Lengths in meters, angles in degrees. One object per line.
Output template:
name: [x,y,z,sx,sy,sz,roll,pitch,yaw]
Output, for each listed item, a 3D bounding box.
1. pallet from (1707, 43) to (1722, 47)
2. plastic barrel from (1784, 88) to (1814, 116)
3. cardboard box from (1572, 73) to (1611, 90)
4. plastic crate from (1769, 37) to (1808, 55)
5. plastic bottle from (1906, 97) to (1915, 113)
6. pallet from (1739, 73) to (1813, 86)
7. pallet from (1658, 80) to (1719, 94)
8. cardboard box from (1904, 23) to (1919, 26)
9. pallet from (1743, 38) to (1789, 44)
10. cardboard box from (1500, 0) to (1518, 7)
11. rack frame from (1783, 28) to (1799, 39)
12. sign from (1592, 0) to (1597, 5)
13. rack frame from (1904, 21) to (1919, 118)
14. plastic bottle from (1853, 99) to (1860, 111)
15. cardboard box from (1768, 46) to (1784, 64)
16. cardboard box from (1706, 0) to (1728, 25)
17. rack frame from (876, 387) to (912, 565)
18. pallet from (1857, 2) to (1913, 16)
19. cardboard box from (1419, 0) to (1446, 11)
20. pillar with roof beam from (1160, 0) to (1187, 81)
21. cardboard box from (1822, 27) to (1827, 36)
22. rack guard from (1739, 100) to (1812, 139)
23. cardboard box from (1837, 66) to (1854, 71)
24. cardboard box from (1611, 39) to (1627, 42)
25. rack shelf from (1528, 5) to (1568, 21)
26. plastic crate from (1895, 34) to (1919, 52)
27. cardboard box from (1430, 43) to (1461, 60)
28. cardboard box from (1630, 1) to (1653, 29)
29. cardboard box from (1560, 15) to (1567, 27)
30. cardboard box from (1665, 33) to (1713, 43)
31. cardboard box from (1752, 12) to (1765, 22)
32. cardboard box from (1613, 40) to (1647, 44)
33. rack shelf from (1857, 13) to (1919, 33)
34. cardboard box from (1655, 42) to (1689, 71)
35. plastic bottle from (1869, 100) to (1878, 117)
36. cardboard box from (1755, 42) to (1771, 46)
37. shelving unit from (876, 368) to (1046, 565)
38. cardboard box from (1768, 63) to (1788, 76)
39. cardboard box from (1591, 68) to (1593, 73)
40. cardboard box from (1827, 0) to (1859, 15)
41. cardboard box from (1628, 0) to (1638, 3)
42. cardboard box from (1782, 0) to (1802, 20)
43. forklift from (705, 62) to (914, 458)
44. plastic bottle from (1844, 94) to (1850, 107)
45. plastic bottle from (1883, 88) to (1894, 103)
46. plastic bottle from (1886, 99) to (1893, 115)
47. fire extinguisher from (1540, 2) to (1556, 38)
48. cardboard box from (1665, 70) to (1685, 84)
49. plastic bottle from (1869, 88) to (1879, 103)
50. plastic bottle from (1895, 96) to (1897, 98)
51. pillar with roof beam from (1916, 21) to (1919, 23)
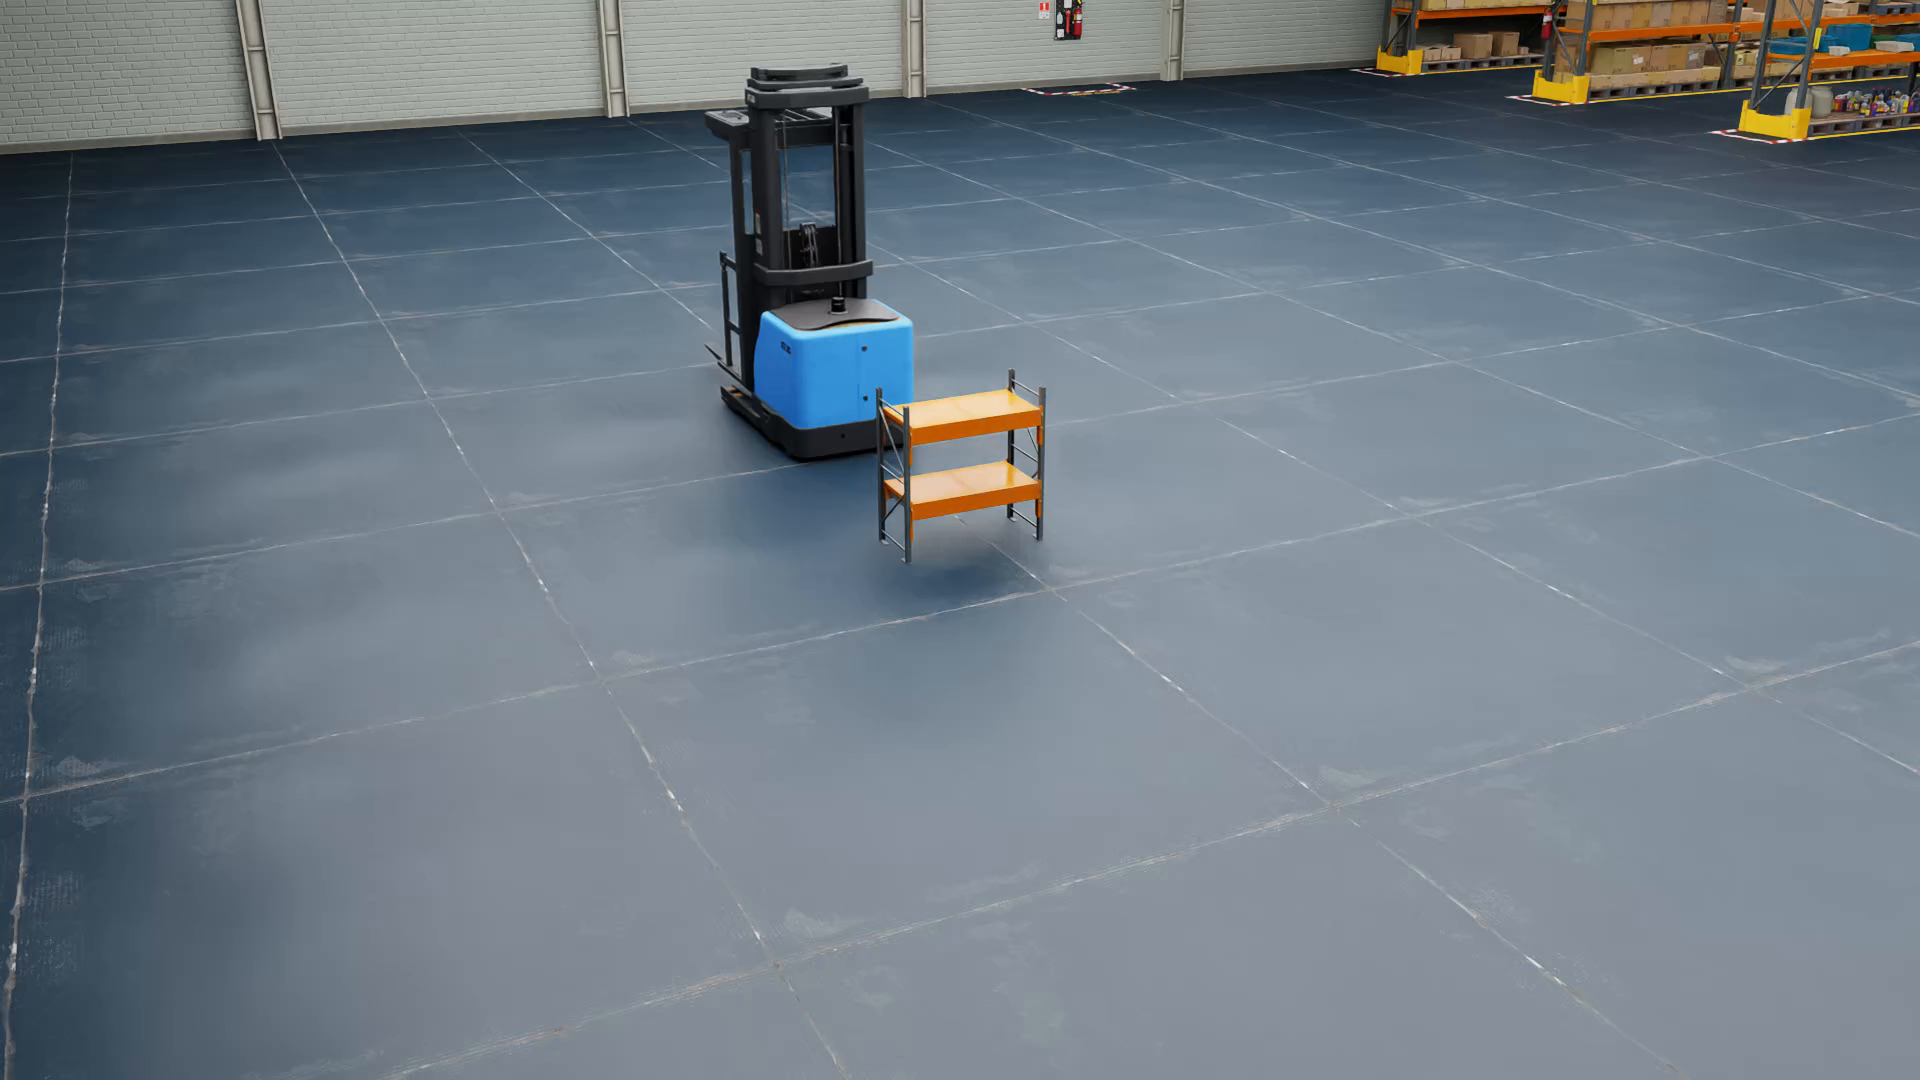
pallet: [17.600,-11.915,40.258,1.213,0.211,1.003,-10,25,-24]
plastic barrel: [14.505,-7.537,28.741,0.421,0.512,0.421,0,22,0]
cardboard box: [12.379,-9.001,32.619,0.500,0.250,0.500,-10,25,-24]
plastic crate: [14.266,-8.475,28.496,0.616,0.251,0.499,-10,25,-24]
plastic bottle: [16.792,-7.690,29.381,0.133,0.283,0.061,-9,24,-20]
pallet: [17.152,-9.780,35.100,1.213,0.211,1.003,-10,25,-24]
pallet: [14.669,-9.323,33.996,1.213,0.211,1.003,-10,25,-24]
cardboard box: [21.170,-11.288,36.811,0.500,0.250,0.500,-10,25,-24]
pallet: [19.798,-12.320,41.236,1.213,0.211,1.003,-10,25,-24]
cardboard box: [12.058,-12.024,37.045,0.500,0.250,0.500,-11,25,-24]
rack frame: [20.461,-13.762,41.075,0.127,3.000,1.000,-10,25,-24]
sign: [12.035,-10.309,31.498,0.005,0.325,0.100,-10,25,-24]
rack frame: [17.549,-9.021,29.621,0.127,3.000,1.000,-10,25,-24]
plastic bottle: [16.013,-7.773,29.691,0.097,0.201,0.097,0,22,0]
cardboard box: [16.804,-10.062,34.448,0.500,0.311,0.500,-11,25,-25]
cardboard box: [15.007,-10.699,33.544,0.500,0.500,0.700,-11,25,-25]
rack frame: [-0.452,-0.437,11.334,0.032,1.125,0.500,-10,25,-24]
pallet: [19.589,-11.440,35.716,1.003,0.211,1.213,-10,25,-24]
cardboard box: [10.225,-11.683,36.222,0.500,0.250,0.500,-11,25,-25]
pillar with roof beam: [6.364,-12.479,30.131,0.400,9.000,9.100,-10,25,-24]
cardboard box: [21.633,-12.972,41.886,0.500,0.500,0.700,-11,25,-24]
rack guard: [13.993,-7.231,28.566,0.348,0.500,1.175,-10,25,-24]
cardboard box: [18.640,-10.144,35.381,0.500,0.250,0.500,-10,24,-22]
cardboard box: [15.280,-11.872,39.202,0.500,0.500,0.700,-11,25,-24]
rack shelf: [15.054,-12.435,38.808,4.000,0.370,1.077,-10,25,-24]
plastic crate: [16.669,-8.675,28.980,0.616,0.251,0.499,-10,25,-24]
cardboard box: [10.824,-10.911,37.127,0.500,0.311,0.500,-8,24,-19]
cardboard box: [13.147,-10.353,32.709,0.500,0.500,0.700,-10,25,-23]
cardboard box: [14.304,-12.032,38.608,0.500,0.250,0.500,-11,25,-25]
cardboard box: [17.576,-12.376,39.988,0.750,0.750,0.750,-11,25,-24]
cardboard box: [16.291,-10.689,33.979,0.250,0.149,0.380,-10,25,-24]
cardboard box: [13.500,-9.780,33.520,0.500,0.500,0.500,-10,25,-24]
rack shelf: [20.810,-11.391,36.288,4.000,0.370,1.077,-10,25,-24]
cardboard box: [14.176,-9.683,33.287,0.500,0.500,0.500,-10,25,-24]
plastic bottle: [15.925,-7.530,28.996,0.133,0.283,0.061,-10,25,-23]
cardboard box: [17.016,-10.330,35.096,0.500,0.311,0.500,-11,25,-24]
shelving unit: [0.006,-0.521,11.538,1.048,1.125,0.538,-10,25,-24]
cardboard box: [16.802,-9.805,34.561,0.500,0.250,0.500,-11,25,-25]
cardboard box: [12.600,-9.267,33.260,0.500,0.250,0.500,-10,25,-24]
cardboard box: [18.662,-11.306,35.257,0.500,0.311,0.500,-9,24,-20]
cardboard box: [12.937,-10.529,32.284,0.250,0.149,0.380,-11,25,-24]
cardboard box: [17.029,-11.067,34.433,0.500,0.500,0.500,-10,25,-24]
forklift: [-1.445,-2.530,14.030,1.130,2.935,3.031,-10,25,-23]
plastic bottle: [15.773,-7.813,29.690,0.135,0.276,0.152,-11,25,-25]
plastic bottle: [16.704,-7.960,29.945,0.185,0.351,0.144,-10,25,-24]
plastic bottle: [16.295,-7.601,29.181,0.097,0.271,0.097,0,22,0]
fire extinguisher: [11.492,-10.170,32.498,0.183,0.674,0.296,-10,25,-24]
cardboard box: [14.182,-9.332,33.419,0.500,0.250,0.500,-10,25,-24]
plastic bottle: [16.472,-7.978,29.990,0.185,0.351,0.144,-12,25,-26]
plastic bottle: [16.562,-7.709,29.427,0.133,0.283,0.061,-10,25,-24]
pillar with roof beam: [27.990,-16.460,39.748,0.400,9.000,9.100,-10,25,-24]
